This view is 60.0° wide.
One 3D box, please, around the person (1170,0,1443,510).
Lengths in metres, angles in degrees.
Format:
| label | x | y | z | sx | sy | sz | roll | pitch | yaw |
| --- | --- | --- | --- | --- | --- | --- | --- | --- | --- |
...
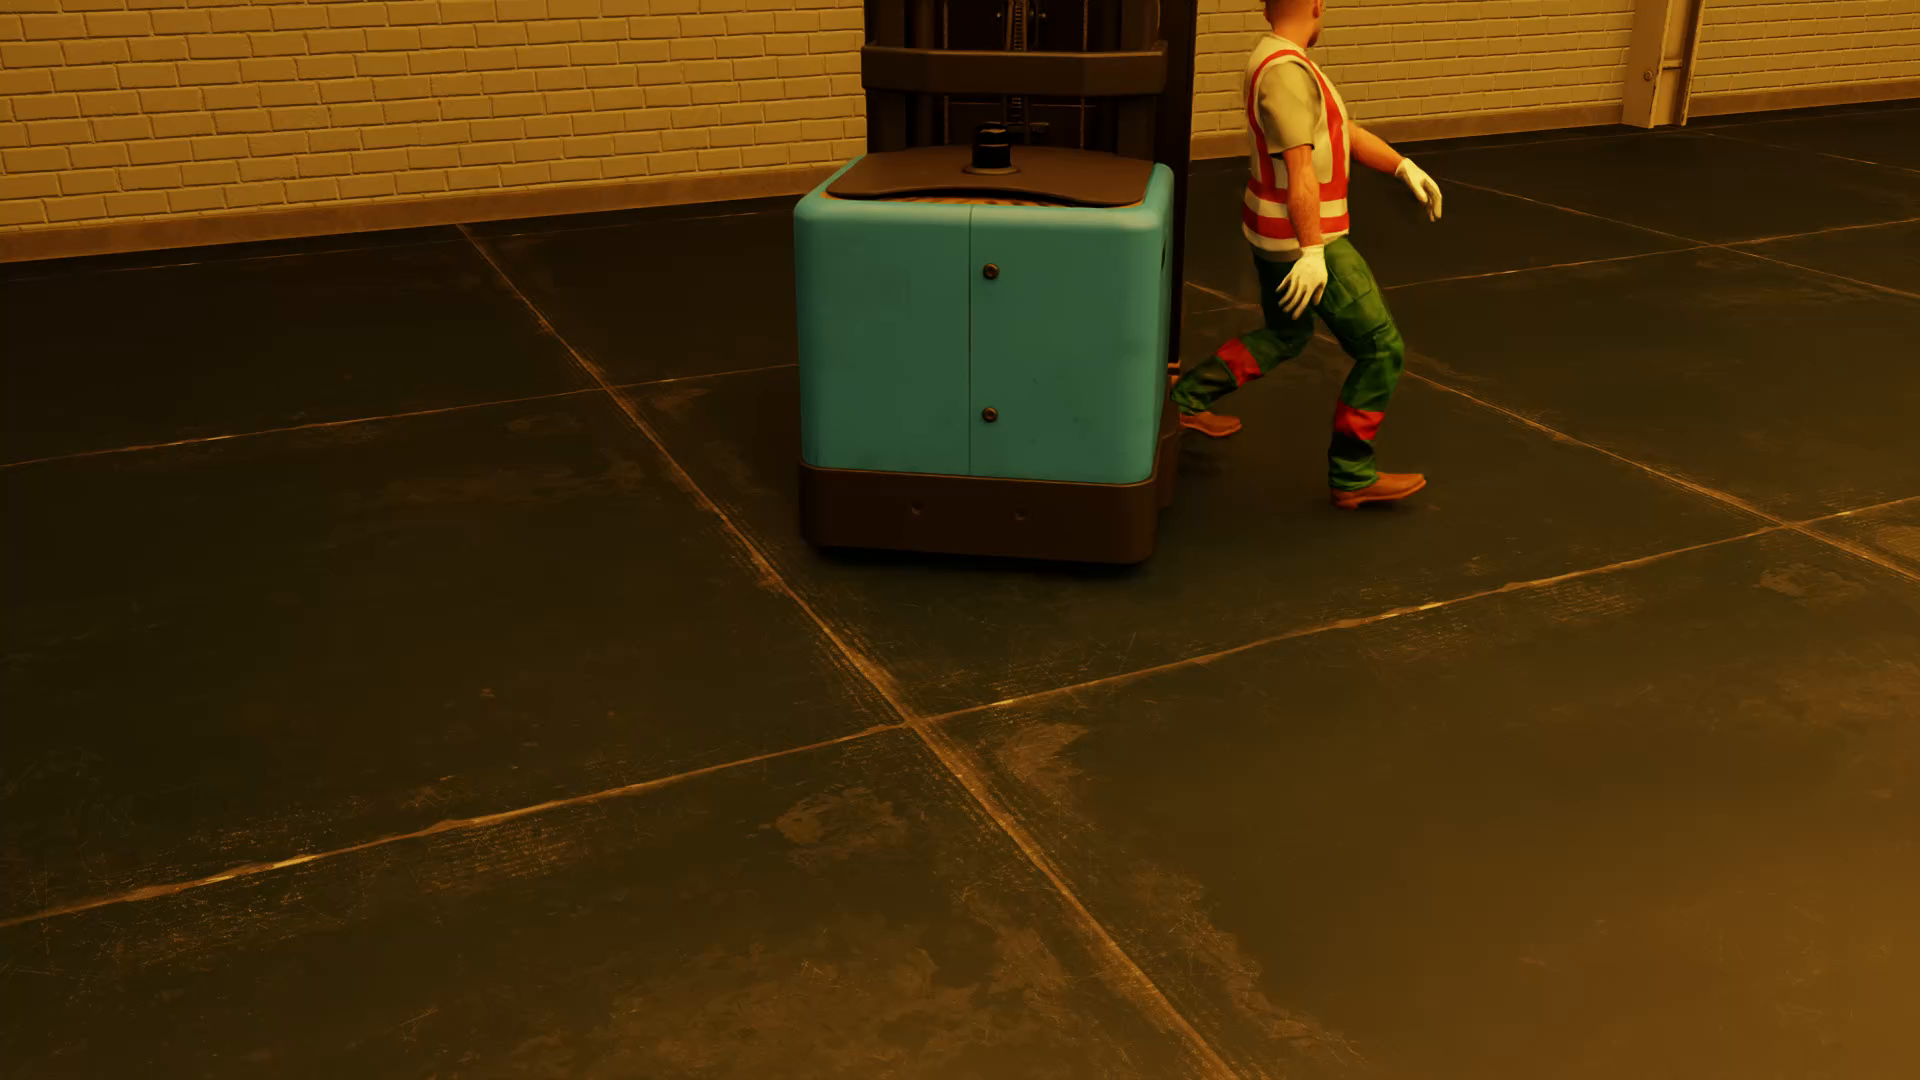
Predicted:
| label | x | y | z | sx | sy | sz | roll | pitch | yaw |
| --- | --- | --- | --- | --- | --- | --- | --- | --- | --- |
| person | 1.082 | -0.932 | 5.174 | 0.827 | 1.697 | 0.734 | -1 | 23 | -3 |

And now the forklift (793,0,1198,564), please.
| label | x | y | z | sx | sy | sz | roll | pitch | yaw |
| --- | --- | --- | --- | --- | --- | --- | --- | --- | --- |
| forklift | 0.268 | -1.816 | 5.659 | 1.130 | 2.935 | 3.031 | 4 | 23 | 9 |
